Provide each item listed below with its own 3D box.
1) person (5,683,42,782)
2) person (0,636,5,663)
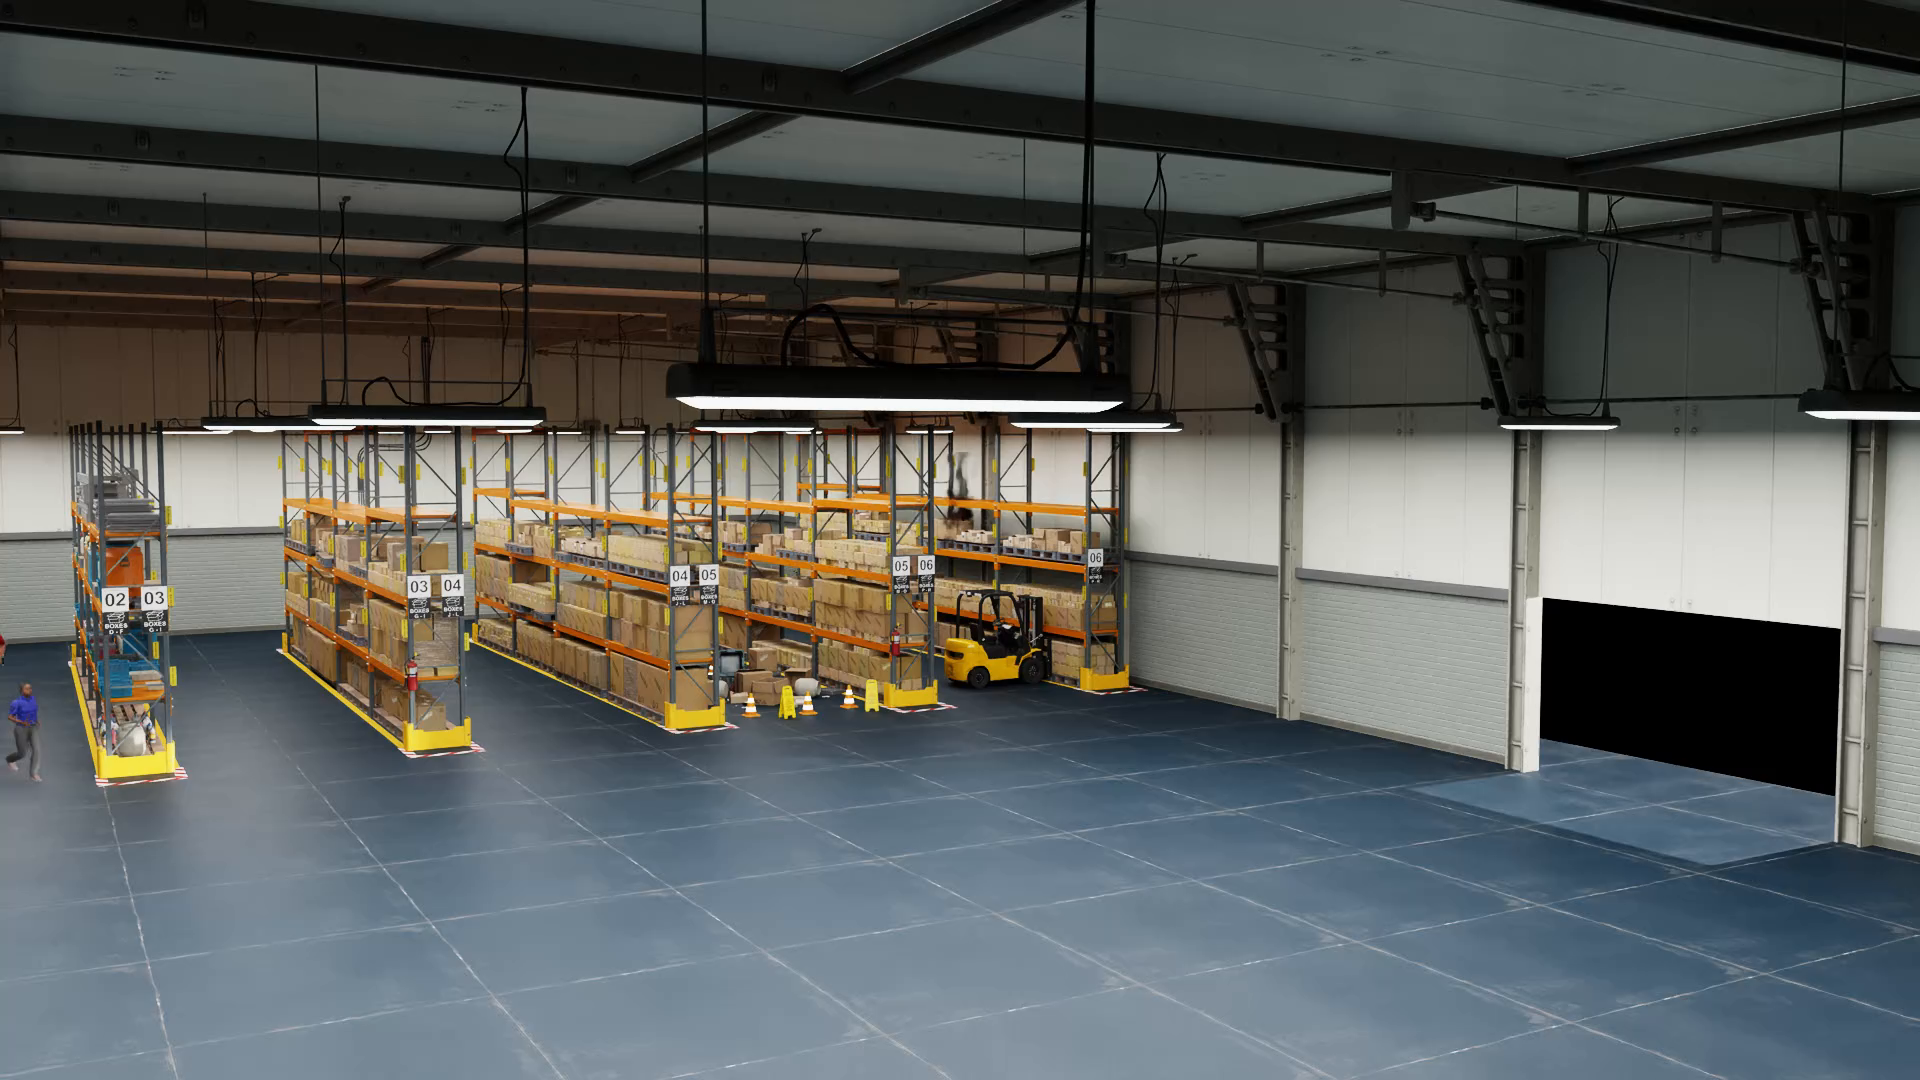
[{"bbox_3d":[-15.645,3.210,27.821,0.811,1.672,0.586,2,4,28],"label":"person"},{"bbox_3d":[-21.152,2.667,36.212,0.649,1.685,0.911,-2,4,-30],"label":"person"}]
